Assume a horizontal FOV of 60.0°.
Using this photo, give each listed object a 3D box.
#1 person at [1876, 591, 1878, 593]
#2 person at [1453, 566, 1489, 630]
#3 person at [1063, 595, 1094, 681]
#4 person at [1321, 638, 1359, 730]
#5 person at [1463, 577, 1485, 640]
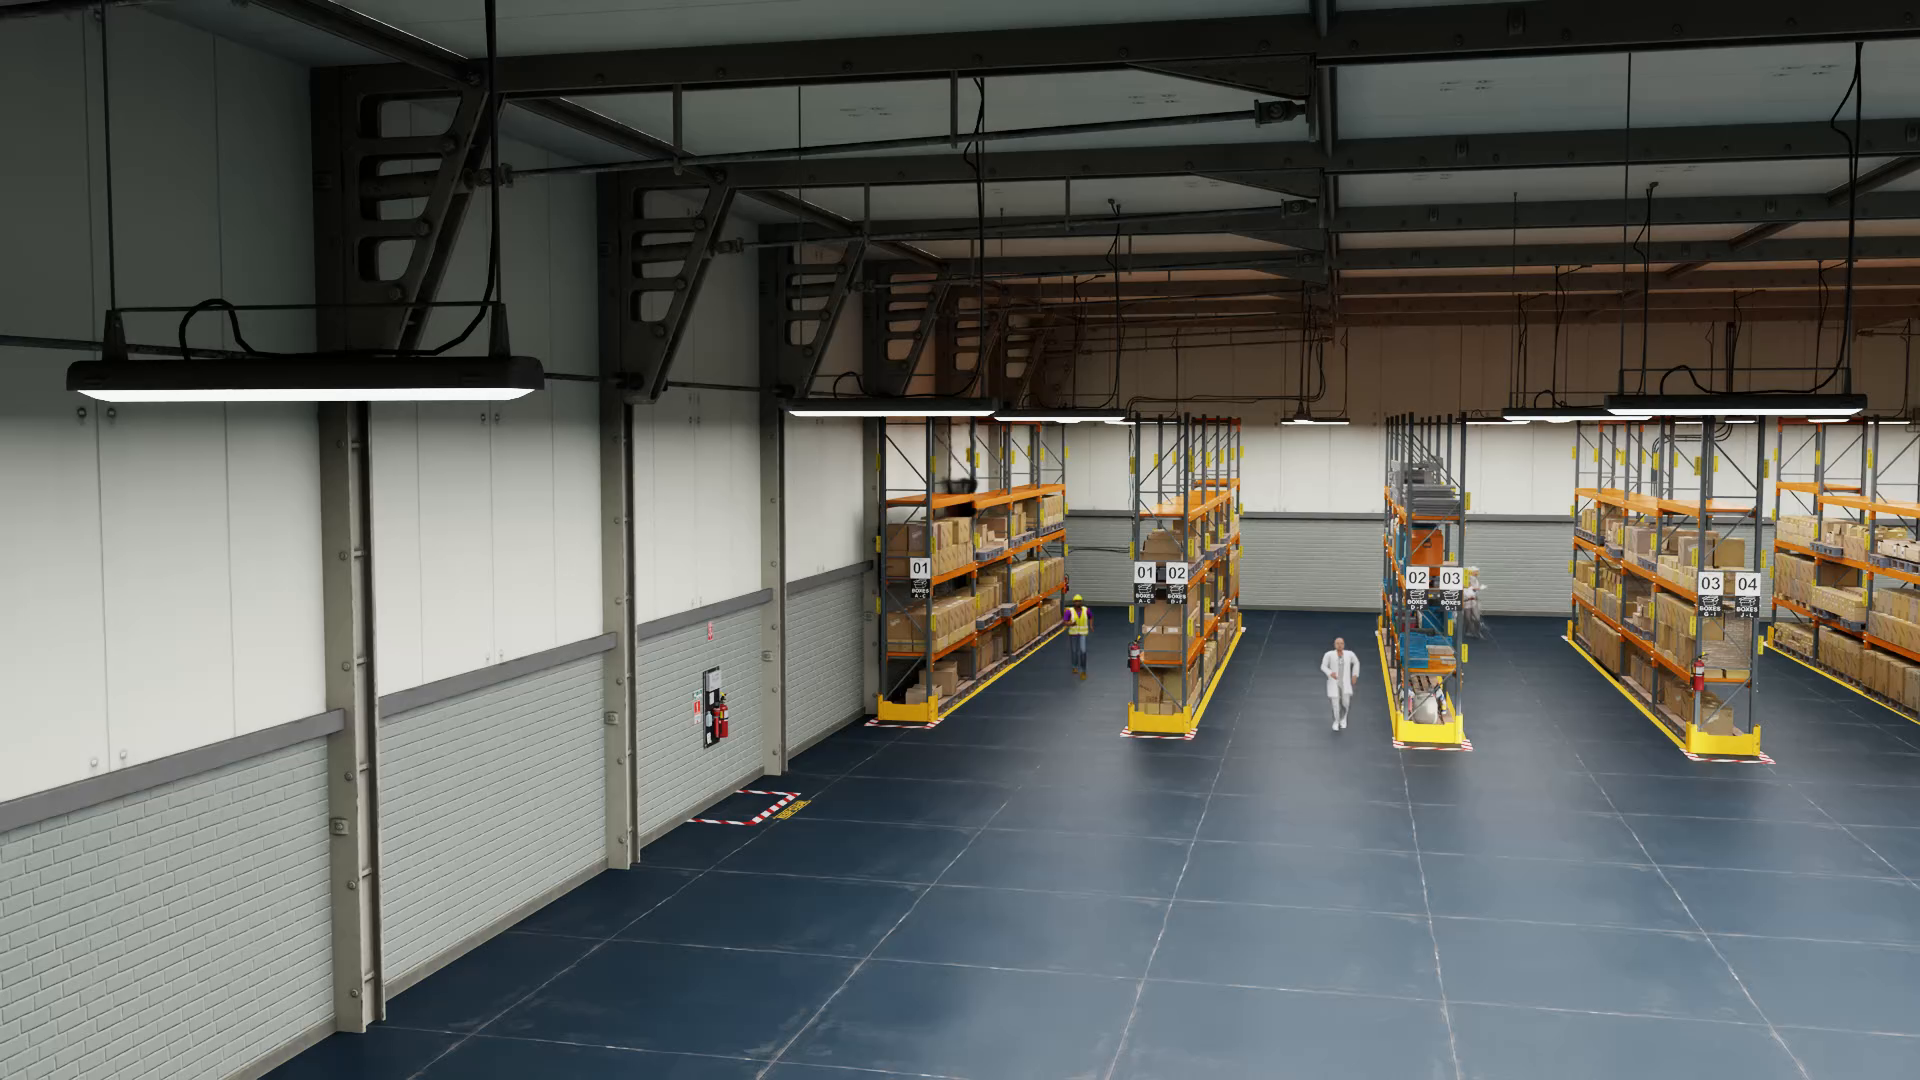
[{"bbox_3d":[22.870,2.106,41.403,0.579,1.667,0.867,1,4,14],"label":"person"},{"bbox_3d":[14.402,1.627,46.819,0.993,1.783,0.663,1,4,19],"label":"person"},{"bbox_3d":[2.587,2.128,36.305,0.666,1.869,0.723,0,4,2],"label":"person"},{"bbox_3d":[7.180,2.724,31.373,0.732,1.755,0.672,0,4,6],"label":"person"},{"bbox_3d":[13.814,1.852,45.173,0.653,1.719,0.730,-1,4,-9],"label":"person"}]
